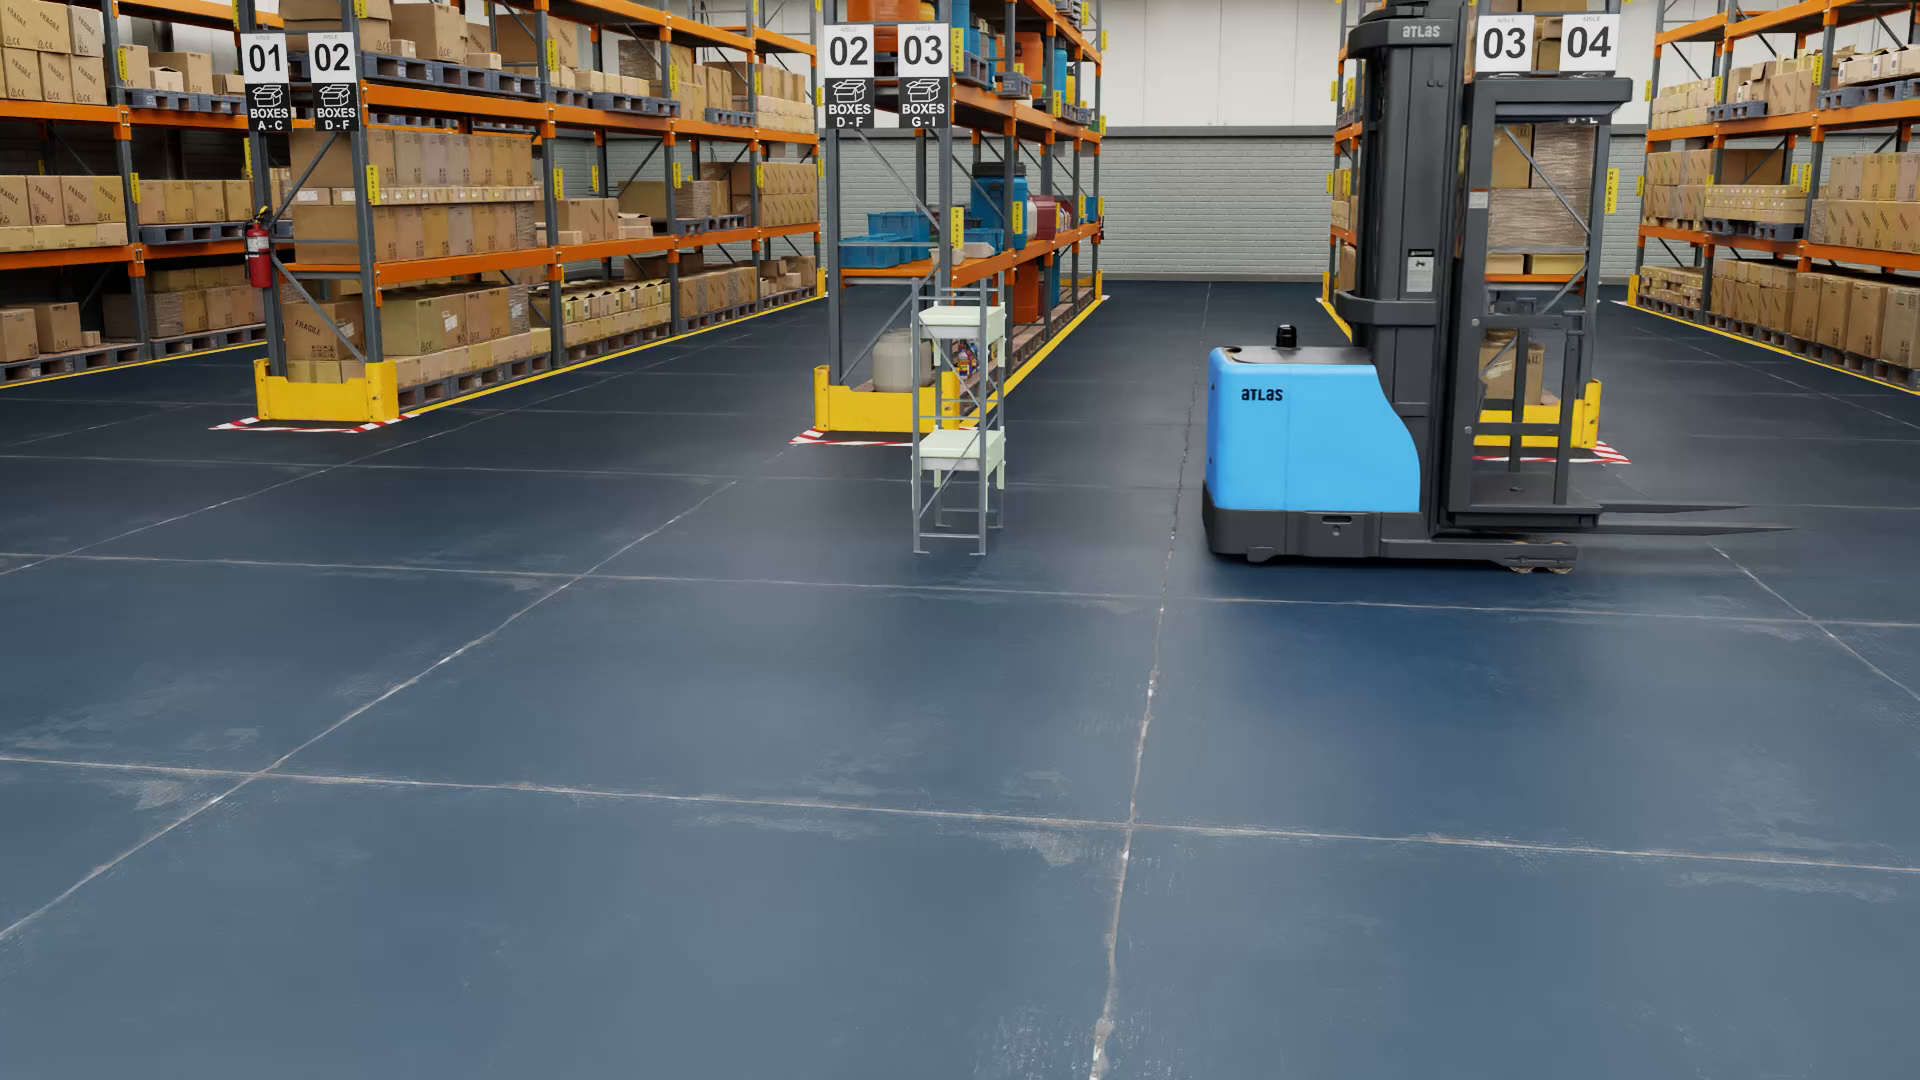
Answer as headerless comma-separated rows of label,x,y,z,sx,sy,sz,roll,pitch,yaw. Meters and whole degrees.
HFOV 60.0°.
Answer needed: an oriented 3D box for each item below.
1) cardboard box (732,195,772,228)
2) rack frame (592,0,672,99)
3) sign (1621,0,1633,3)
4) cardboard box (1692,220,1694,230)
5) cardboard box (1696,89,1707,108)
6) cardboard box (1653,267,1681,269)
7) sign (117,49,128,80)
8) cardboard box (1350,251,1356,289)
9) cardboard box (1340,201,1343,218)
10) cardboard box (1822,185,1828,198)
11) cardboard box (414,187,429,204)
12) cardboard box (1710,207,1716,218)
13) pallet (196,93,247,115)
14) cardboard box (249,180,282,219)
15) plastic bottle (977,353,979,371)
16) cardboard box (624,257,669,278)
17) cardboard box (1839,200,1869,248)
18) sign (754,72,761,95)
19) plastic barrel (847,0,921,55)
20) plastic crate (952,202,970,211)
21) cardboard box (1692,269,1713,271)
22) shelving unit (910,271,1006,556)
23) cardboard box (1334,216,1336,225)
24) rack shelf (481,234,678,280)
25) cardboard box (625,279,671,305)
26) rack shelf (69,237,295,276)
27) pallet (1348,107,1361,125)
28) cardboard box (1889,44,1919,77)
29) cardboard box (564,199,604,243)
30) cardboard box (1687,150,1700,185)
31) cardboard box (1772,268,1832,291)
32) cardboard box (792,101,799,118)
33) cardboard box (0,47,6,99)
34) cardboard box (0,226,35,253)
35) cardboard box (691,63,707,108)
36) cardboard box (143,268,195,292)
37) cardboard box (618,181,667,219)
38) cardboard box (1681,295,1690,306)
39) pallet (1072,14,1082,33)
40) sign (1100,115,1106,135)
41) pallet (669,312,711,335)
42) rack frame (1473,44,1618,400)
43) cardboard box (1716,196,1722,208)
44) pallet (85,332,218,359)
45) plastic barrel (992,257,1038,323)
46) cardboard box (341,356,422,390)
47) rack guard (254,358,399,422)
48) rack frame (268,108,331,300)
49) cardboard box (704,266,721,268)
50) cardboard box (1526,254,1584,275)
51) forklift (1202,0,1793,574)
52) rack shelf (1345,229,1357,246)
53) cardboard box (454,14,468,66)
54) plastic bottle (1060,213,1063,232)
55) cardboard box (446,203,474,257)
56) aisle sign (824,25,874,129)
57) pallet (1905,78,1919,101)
cardboard box,-3.266,-5.173,26.139,0.500,0.500,0.500,2,12,10
rack frame,-4.228,-7.127,21.203,1.000,3.000,0.127,2,12,9
sign,4.865,-4.083,12.125,0.100,0.325,0.005,2,12,9
cardboard box,11.012,-4.630,24.453,0.380,0.149,0.250,2,12,7
cardboard box,10.971,-6.373,23.994,0.500,0.250,0.500,1,12,6
cardboard box,11.335,-4.299,26.680,0.380,0.149,0.250,2,12,10
sign,-9.202,-5.224,18.267,0.100,0.325,0.005,2,12,9
cardboard box,5.831,-3.367,22.045,1.225,0.875,0.875,2,12,9
cardboard box,6.139,-5.092,25.649,0.500,0.250,0.500,2,12,10
cardboard box,10.788,-4.261,20.331,0.380,0.149,0.250,2,12,8
cardboard box,-5.067,-3.129,15.115,0.380,0.149,0.250,2,12,8
cardboard box,10.508,-4.481,22.764,0.380,0.149,0.250,2,12,10
pallet,-9.382,-5.237,19.998,1.213,0.211,1.003,2,12,9
cardboard box,-9.245,-4.402,21.519,0.700,0.500,0.500,1,12,3
plastic bottle,0.137,-1.738,16.034,0.097,0.201,0.097,0,12,0
cardboard box,-4.312,-3.768,22.966,0.500,0.250,0.500,2,12,11
cardboard box,9.956,-3.444,18.116,0.500,0.500,0.500,2,12,9
sign,-3.064,-6.921,25.206,0.100,0.325,0.005,2,12,9
plastic barrel,-0.616,-4.354,13.442,0.600,0.830,0.708,2,12,9
plastic crate,0.114,-3.738,19.565,0.402,0.464,0.583,2,12,9
cardboard box,11.732,-4.180,26.126,0.380,0.149,0.250,1,12,6
shelving unit,-0.001,-0.732,9.329,0.431,1.500,0.755,2,12,9
cardboard box,6.293,-5.191,27.055,0.380,0.149,0.250,2,12,8
rack shelf,-4.536,-3.426,19.978,1.077,0.370,4.000,2,12,9
cardboard box,-4.066,-3.212,21.478,0.500,0.311,0.500,2,12,10
rack shelf,-9.431,-3.586,20.720,1.077,0.370,4.000,2,12,9
pallet,6.311,-6.298,24.687,1.003,0.211,1.213,2,12,9
cardboard box,9.882,-4.907,16.999,0.500,0.311,0.500,1,12,7
cardboard box,-4.551,-3.784,19.692,0.500,0.500,0.500,2,12,9
cardboard box,10.939,-5.421,24.210,0.500,0.500,0.500,1,12,7
cardboard box,10.291,-3.191,20.338,0.500,0.250,0.500,2,12,7
cardboard box,-2.982,-7.174,27.709,0.500,0.250,0.500,2,12,9
cardboard box,-9.801,-4.606,16.341,0.500,0.500,0.500,3,12,12
cardboard box,-9.735,-3.036,16.768,0.500,0.250,0.500,2,12,9
cardboard box,-3.966,-6.416,23.553,0.600,0.600,0.600,1,12,6
cardboard box,-9.578,-3.126,19.989,0.500,0.250,0.500,2,12,7
cardboard box,-4.243,-4.583,22.405,0.700,0.500,0.500,-2,12,-10
cardboard box,10.883,-3.536,24.551,0.380,0.149,0.250,1,12,7
pallet,1.184,-7.337,23.576,1.003,0.211,1.213,2,12,9
sign,2.442,-7.099,28.442,0.100,0.325,0.005,2,12,9
pallet,-4.076,-2.985,22.844,1.003,0.211,1.213,2,12,9
rack frame,4.329,-2.207,12.614,1.000,3.000,0.127,2,12,9
cardboard box,10.468,-4.576,22.501,0.380,0.149,0.250,2,12,10
pallet,-9.621,-2.320,19.758,1.003,0.211,1.213,2,12,9
plastic barrel,0.724,-3.280,21.746,0.600,0.830,0.708,2,12,9
cardboard box,-5.157,-1.494,14.837,0.500,0.250,0.500,2,12,9
rack guard,-5.463,-1.302,14.347,1.175,0.500,0.348,2,12,9
rack frame,-9.124,-4.354,22.576,1.000,3.000,0.127,2,12,9
cardboard box,-3.928,-3.927,25.485,0.500,0.500,0.500,1,12,6
cardboard box,4.608,-2.136,12.880,0.380,0.149,0.250,2,12,9
forklift,2.892,-1.373,8.907,3.031,2.935,1.130,1,12,5
rack shelf,5.867,-3.937,22.349,1.077,0.370,4.000,2,12,9
cardboard box,-5.222,-4.813,16.013,0.797,0.503,0.637,3,13,15
plastic bottle,1.385,-4.503,23.564,0.152,0.276,0.135,2,12,9
cardboard box,-5.139,-2.997,16.041,0.700,0.500,0.500,2,12,10
aisle sign,-0.870,-3.633,13.060,0.394,0.787,0.004,2,12,9
pallet,9.922,-4.423,16.232,0.805,0.209,1.217,1,12,6
